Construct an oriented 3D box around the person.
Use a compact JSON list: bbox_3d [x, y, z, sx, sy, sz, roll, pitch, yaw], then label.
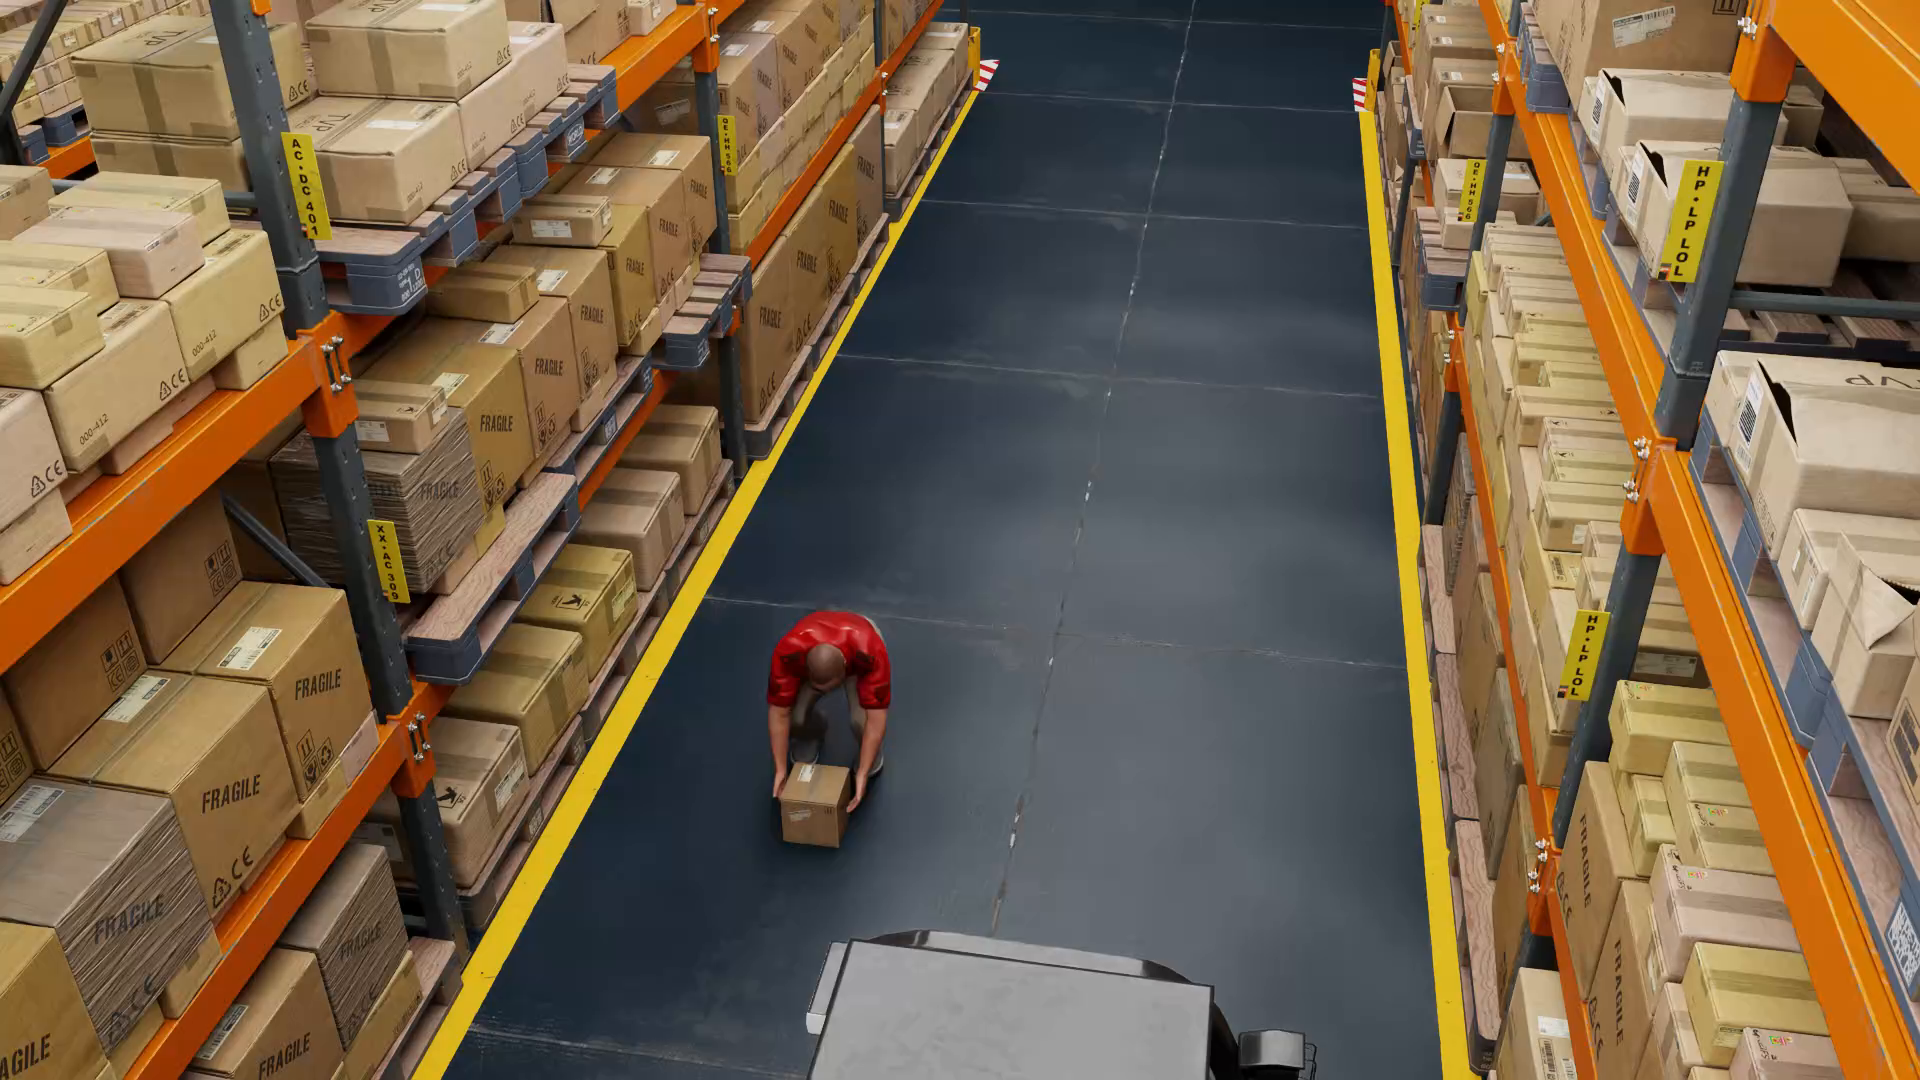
[{"bbox_3d":[-0.557,0.674,7.435,0.571,0.948,0.886,5,33,8],"label":"person"}]
